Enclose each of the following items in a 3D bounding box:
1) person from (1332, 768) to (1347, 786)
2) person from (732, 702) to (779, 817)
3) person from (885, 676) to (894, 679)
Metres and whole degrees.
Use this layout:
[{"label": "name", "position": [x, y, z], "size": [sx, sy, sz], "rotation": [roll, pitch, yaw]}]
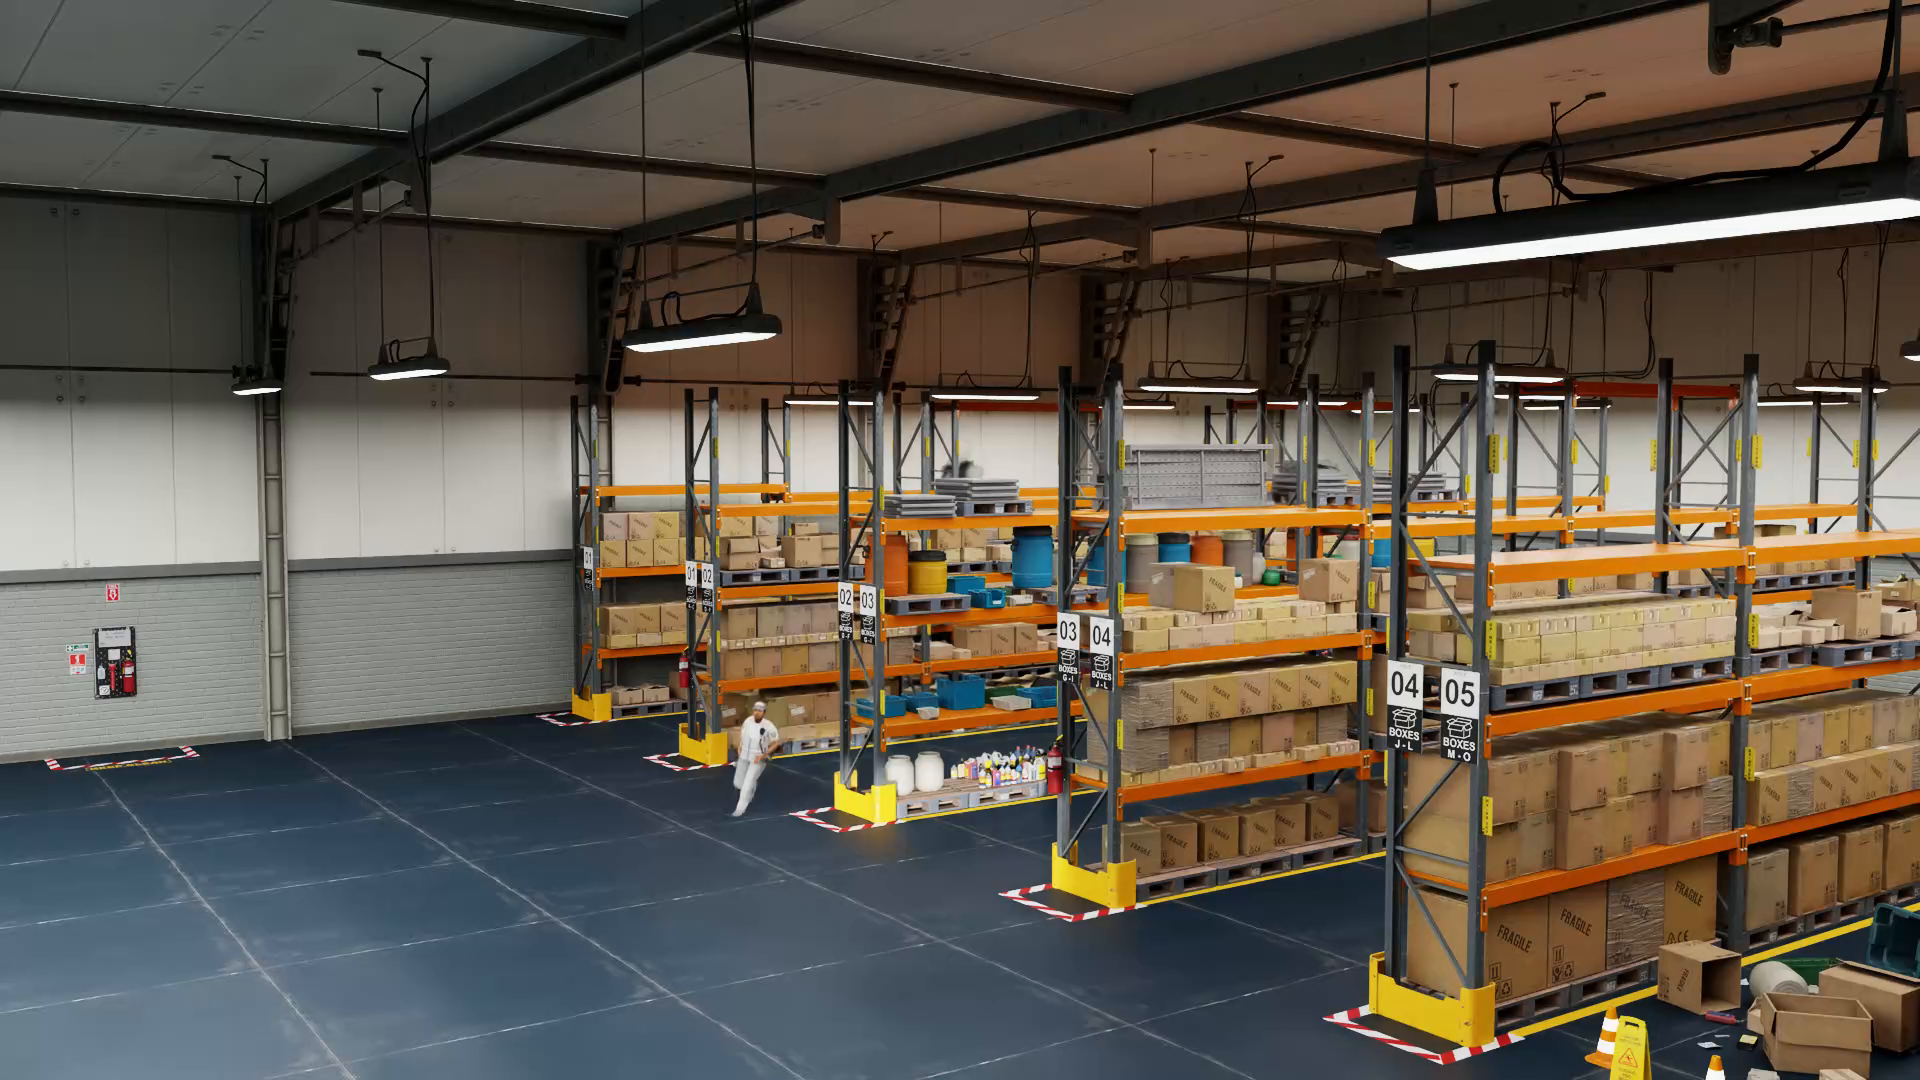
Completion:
[{"label": "person", "position": [5.781, 2.789, 25.085], "size": [0.685, 1.763, 0.701], "rotation": [3, 5, 44]}, {"label": "person", "position": [-2.793, 2.999, 22.979], "size": [0.680, 1.584, 0.621], "rotation": [1, 4, 23]}, {"label": "person", "position": [-1.324, 2.428, 31.011], "size": [0.891, 1.685, 0.586], "rotation": [-3, 4, -39]}]
